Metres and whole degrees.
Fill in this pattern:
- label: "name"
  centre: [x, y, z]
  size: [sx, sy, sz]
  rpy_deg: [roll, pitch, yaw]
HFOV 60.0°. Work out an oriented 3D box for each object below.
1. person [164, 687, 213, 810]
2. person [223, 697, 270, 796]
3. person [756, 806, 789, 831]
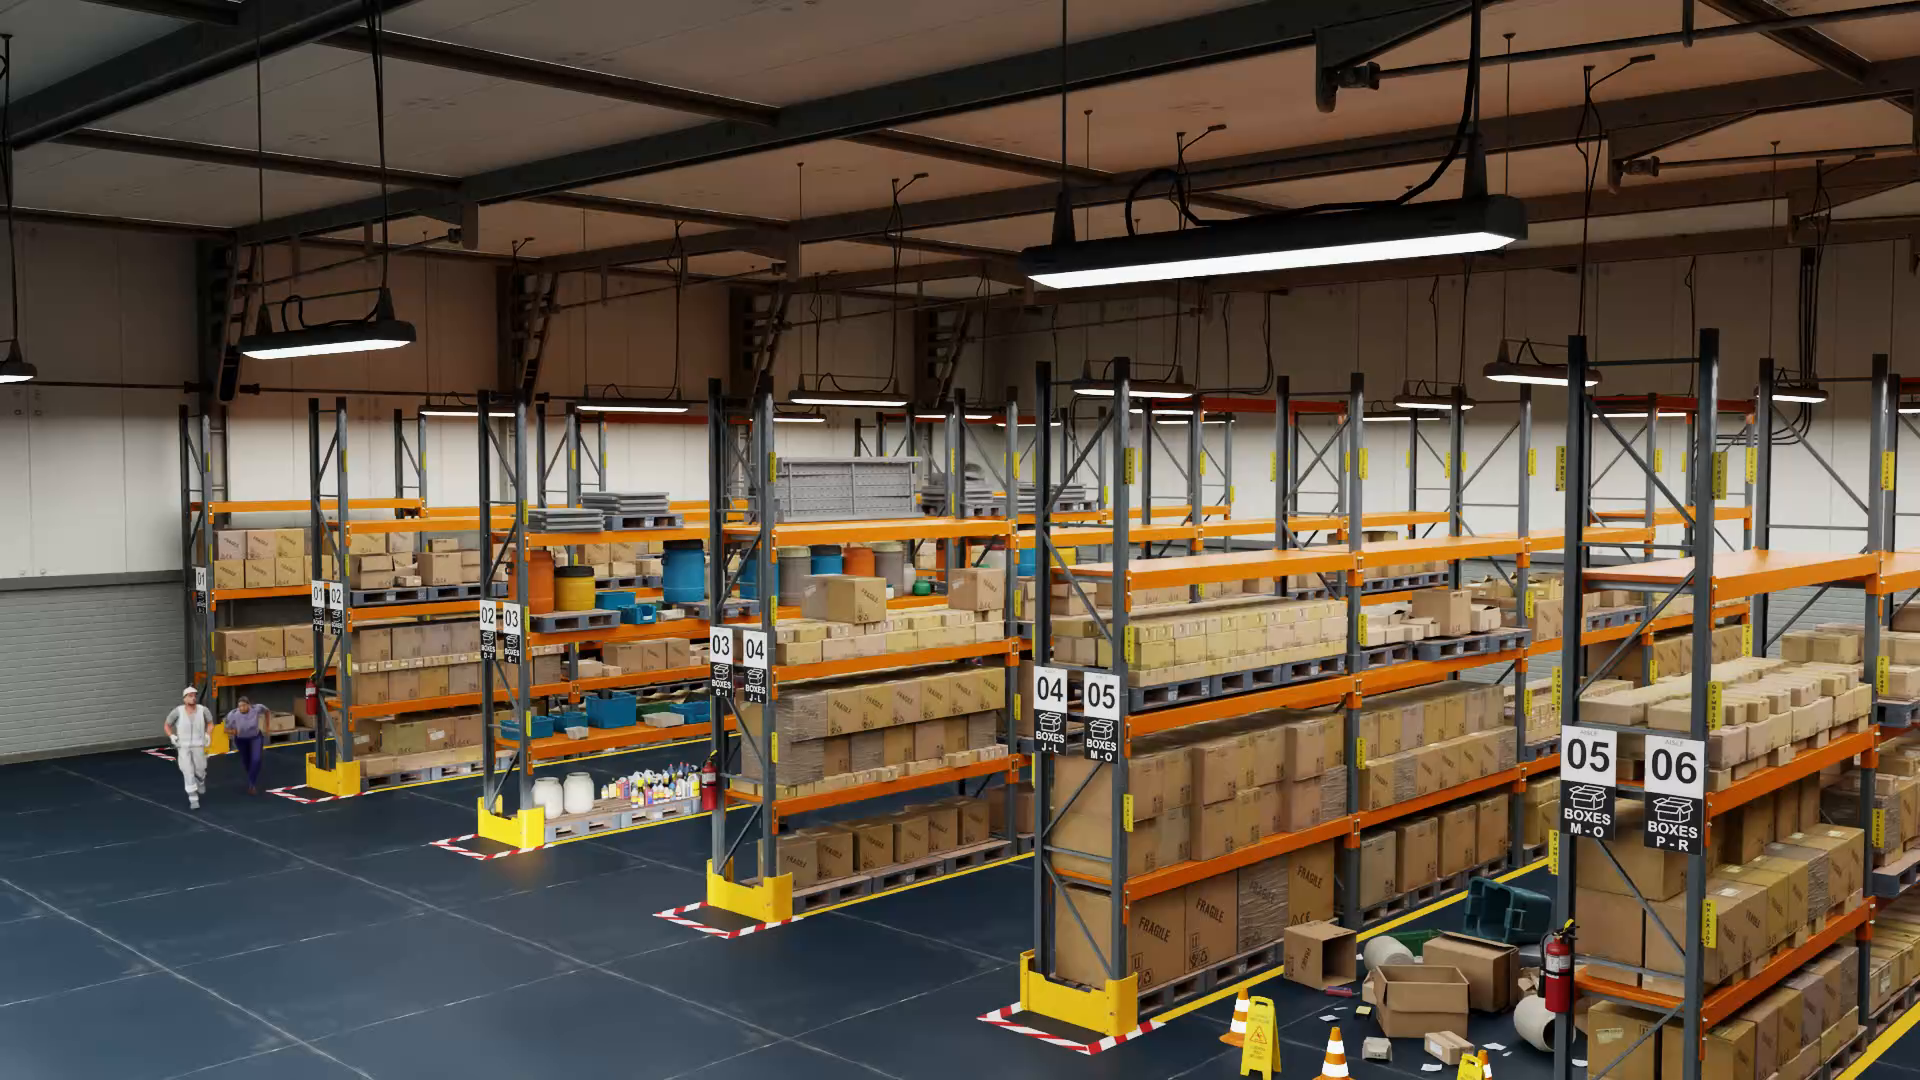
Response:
- label: "person"
  centre: [-11.259, 3.016, 24.288]
  size: [0.662, 1.765, 0.716]
  rpy_deg: [-2, 3, -29]
- label: "person"
  centre: [-10.859, 3.089, 25.341]
  size: [0.626, 1.512, 1.033]
  rpy_deg: [-1, 3, -19]
- label: "person"
  centre: [-2.572, 3.146, 22.522]
  size: [0.639, 1.632, 0.658]
  rpy_deg: [2, 4, 39]
